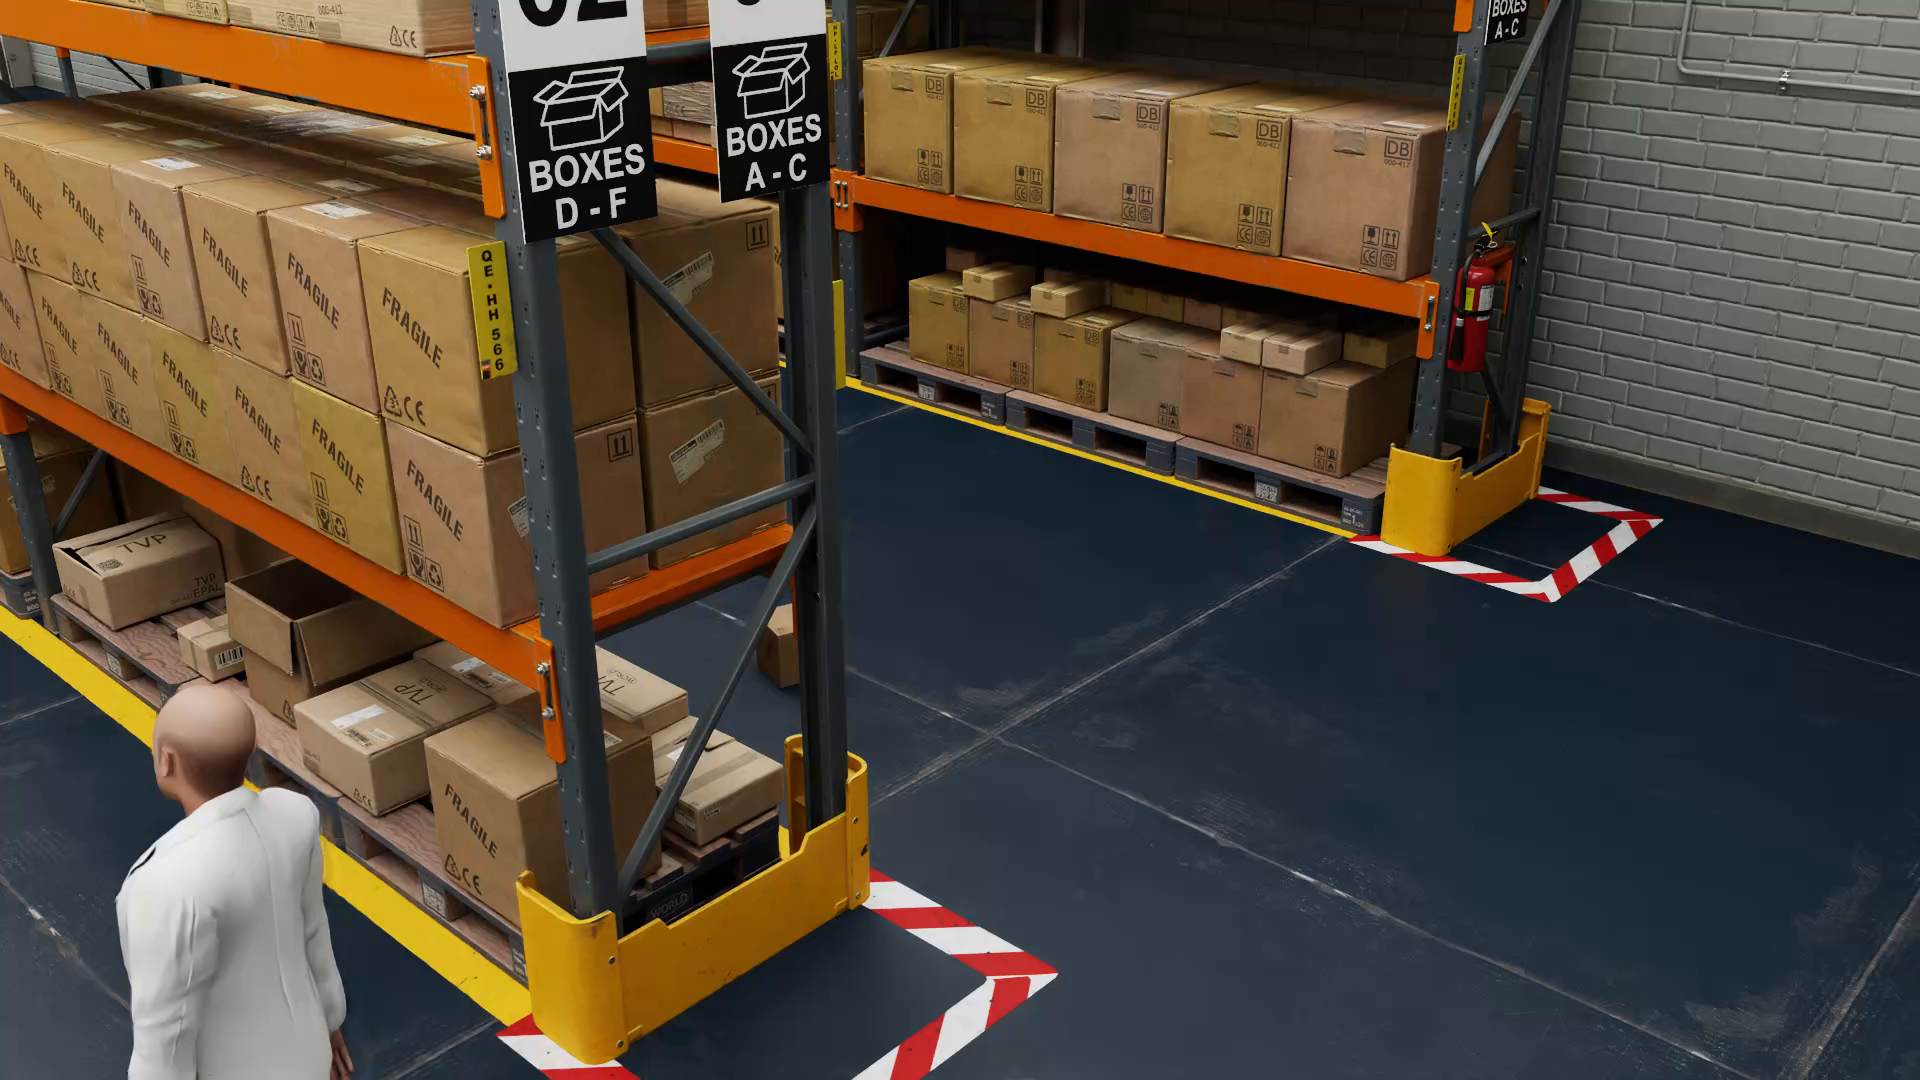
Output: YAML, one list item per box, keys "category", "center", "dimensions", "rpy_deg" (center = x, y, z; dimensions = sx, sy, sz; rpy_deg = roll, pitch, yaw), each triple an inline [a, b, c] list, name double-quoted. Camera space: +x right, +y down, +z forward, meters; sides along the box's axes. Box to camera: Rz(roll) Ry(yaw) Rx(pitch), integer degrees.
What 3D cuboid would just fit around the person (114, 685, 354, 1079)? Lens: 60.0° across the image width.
- category: "person"
  center: [-1.457, 1.145, 3.479]
  dimensions: [0.905, 1.731, 0.664]
  rpy_deg: [2, 24, 5]
